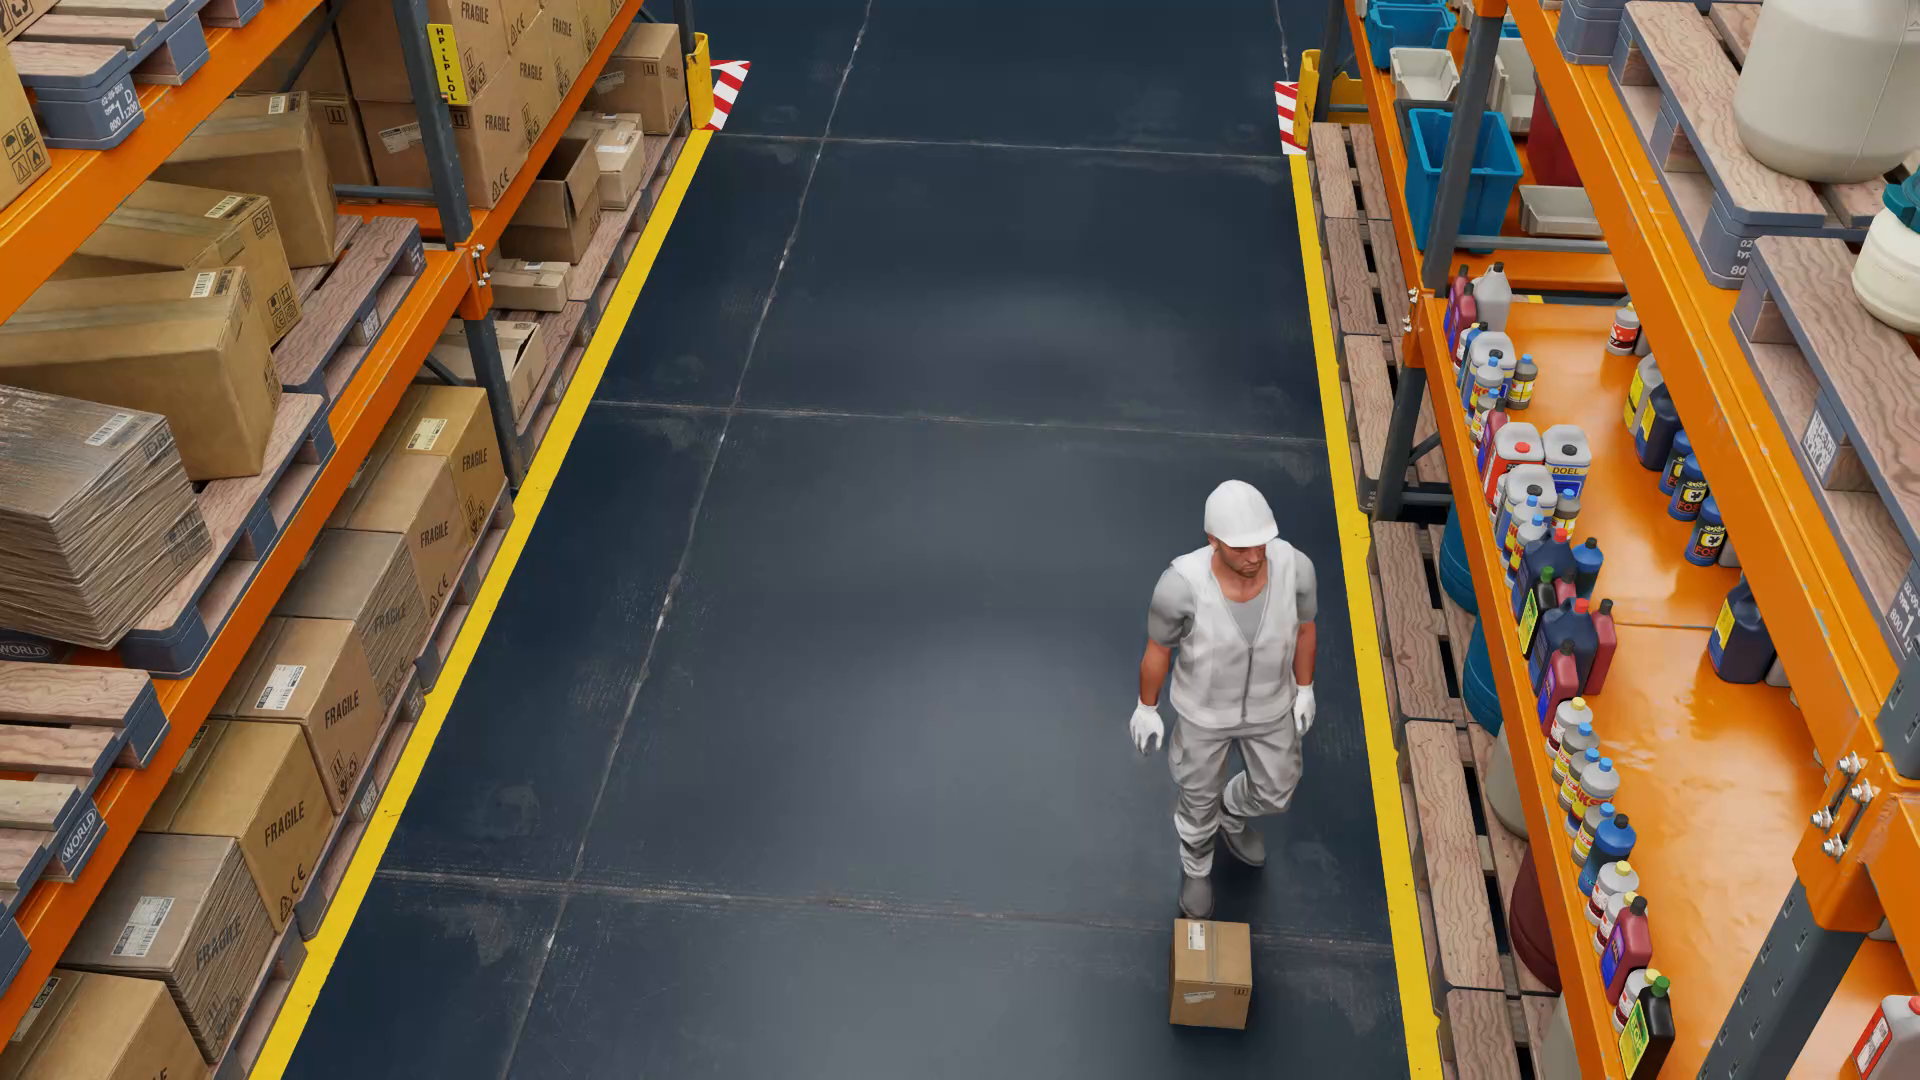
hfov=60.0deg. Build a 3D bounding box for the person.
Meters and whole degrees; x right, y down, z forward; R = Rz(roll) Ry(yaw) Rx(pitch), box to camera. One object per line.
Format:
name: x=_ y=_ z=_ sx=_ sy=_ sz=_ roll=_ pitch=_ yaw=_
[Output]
person: x=0.865 y=0.524 z=5.468 sx=0.617 sy=1.792 sz=0.461 roll=-5 pitch=40 yaw=-6
